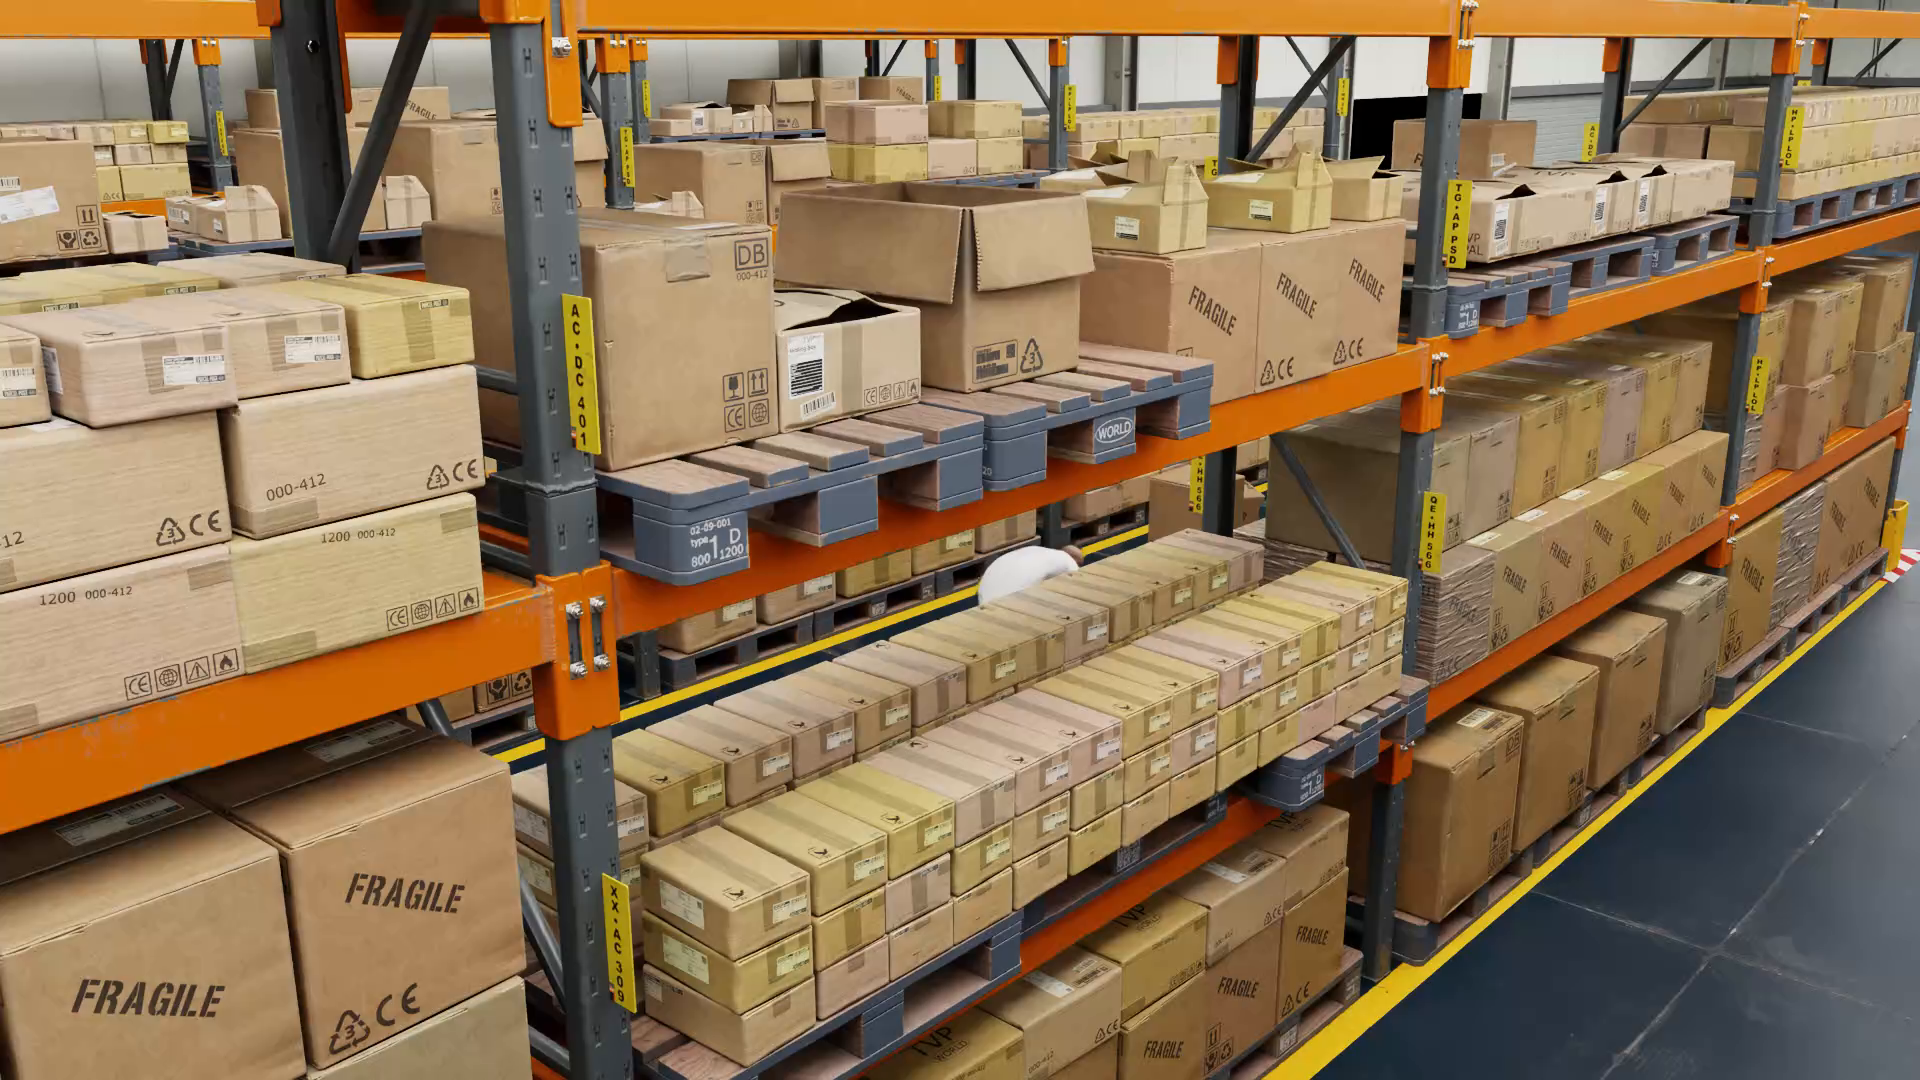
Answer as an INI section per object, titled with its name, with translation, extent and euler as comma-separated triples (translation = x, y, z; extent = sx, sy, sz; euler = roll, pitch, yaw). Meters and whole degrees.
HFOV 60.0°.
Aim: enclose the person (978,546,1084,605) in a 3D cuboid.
[person]
translation = 0.495, 0.461, 10.670
extent = 0.589, 0.874, 0.953
euler = 13, 21, 38
